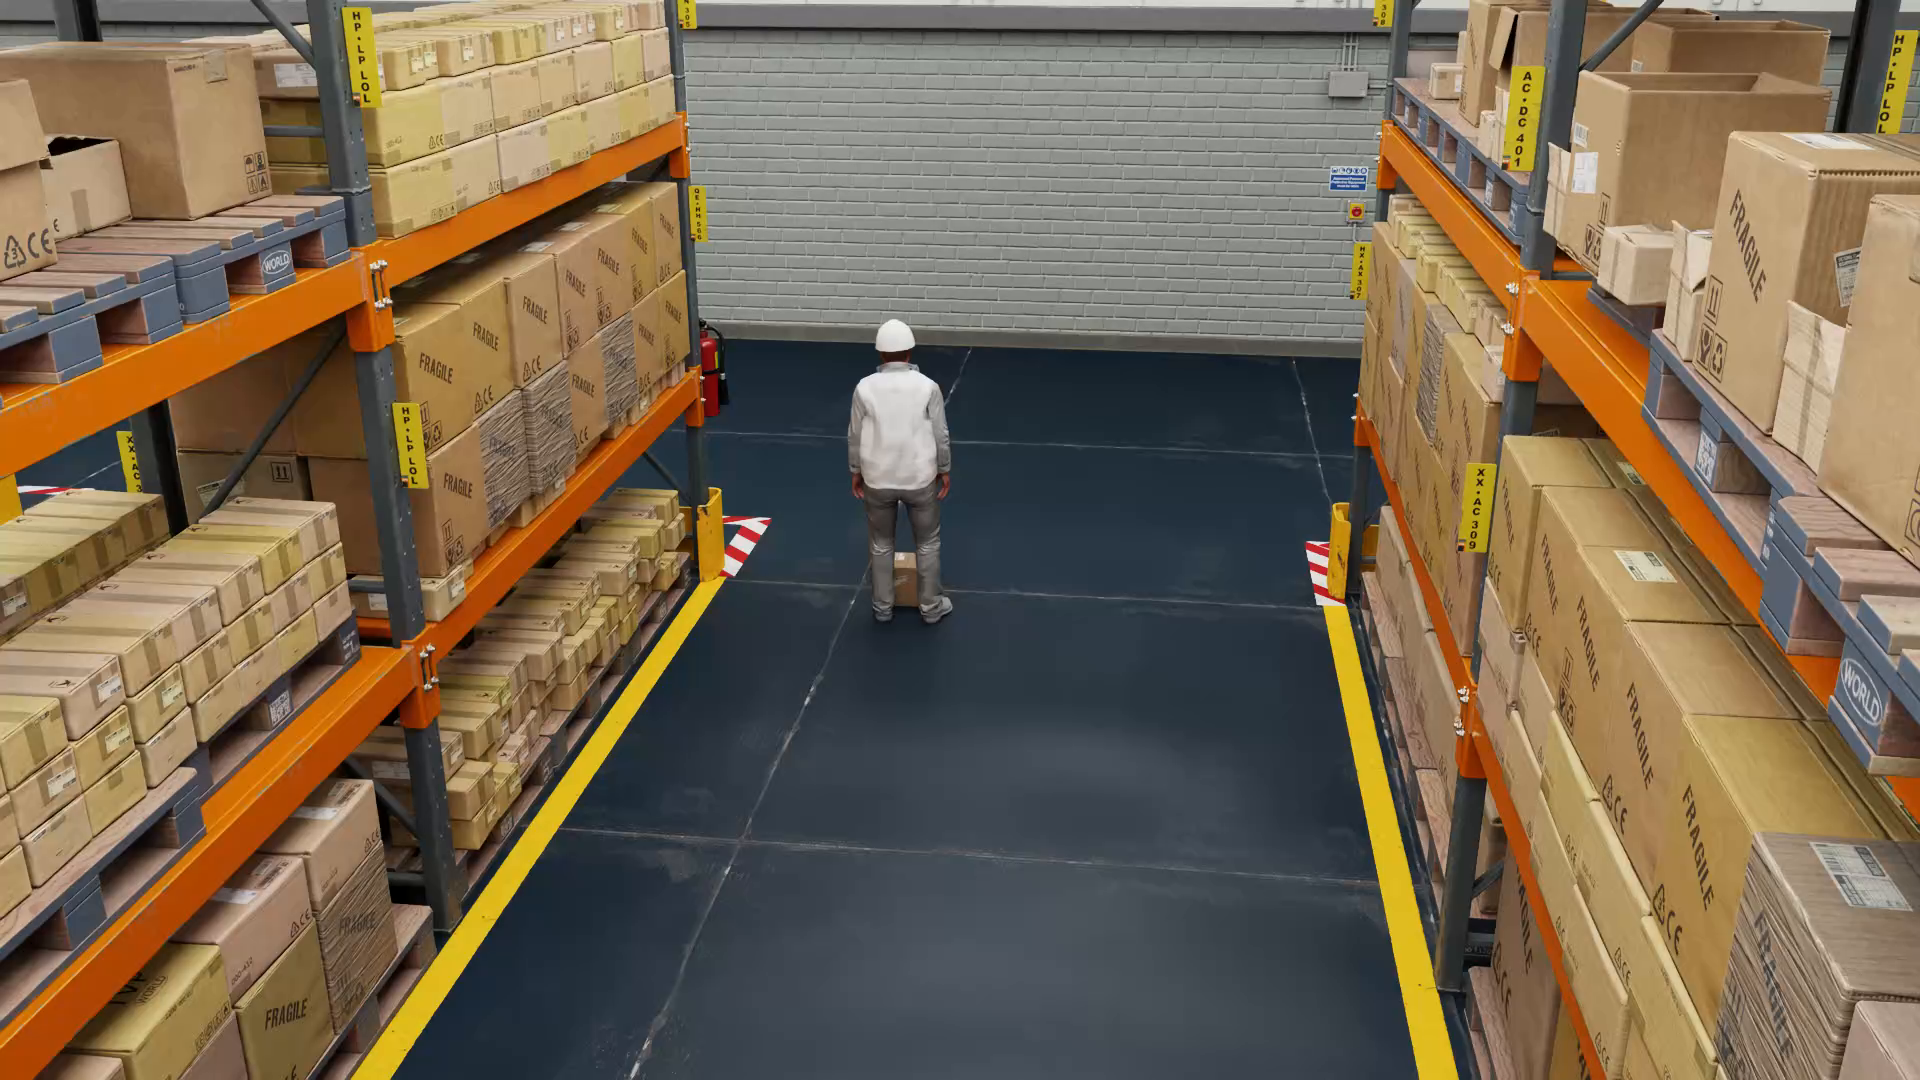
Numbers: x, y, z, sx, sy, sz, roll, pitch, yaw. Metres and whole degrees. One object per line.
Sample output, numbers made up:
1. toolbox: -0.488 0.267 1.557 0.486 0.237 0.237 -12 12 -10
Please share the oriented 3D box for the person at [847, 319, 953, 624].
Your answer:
1. person: -0.343 -0.378 9.529 0.590 1.770 0.465 1 21 3
